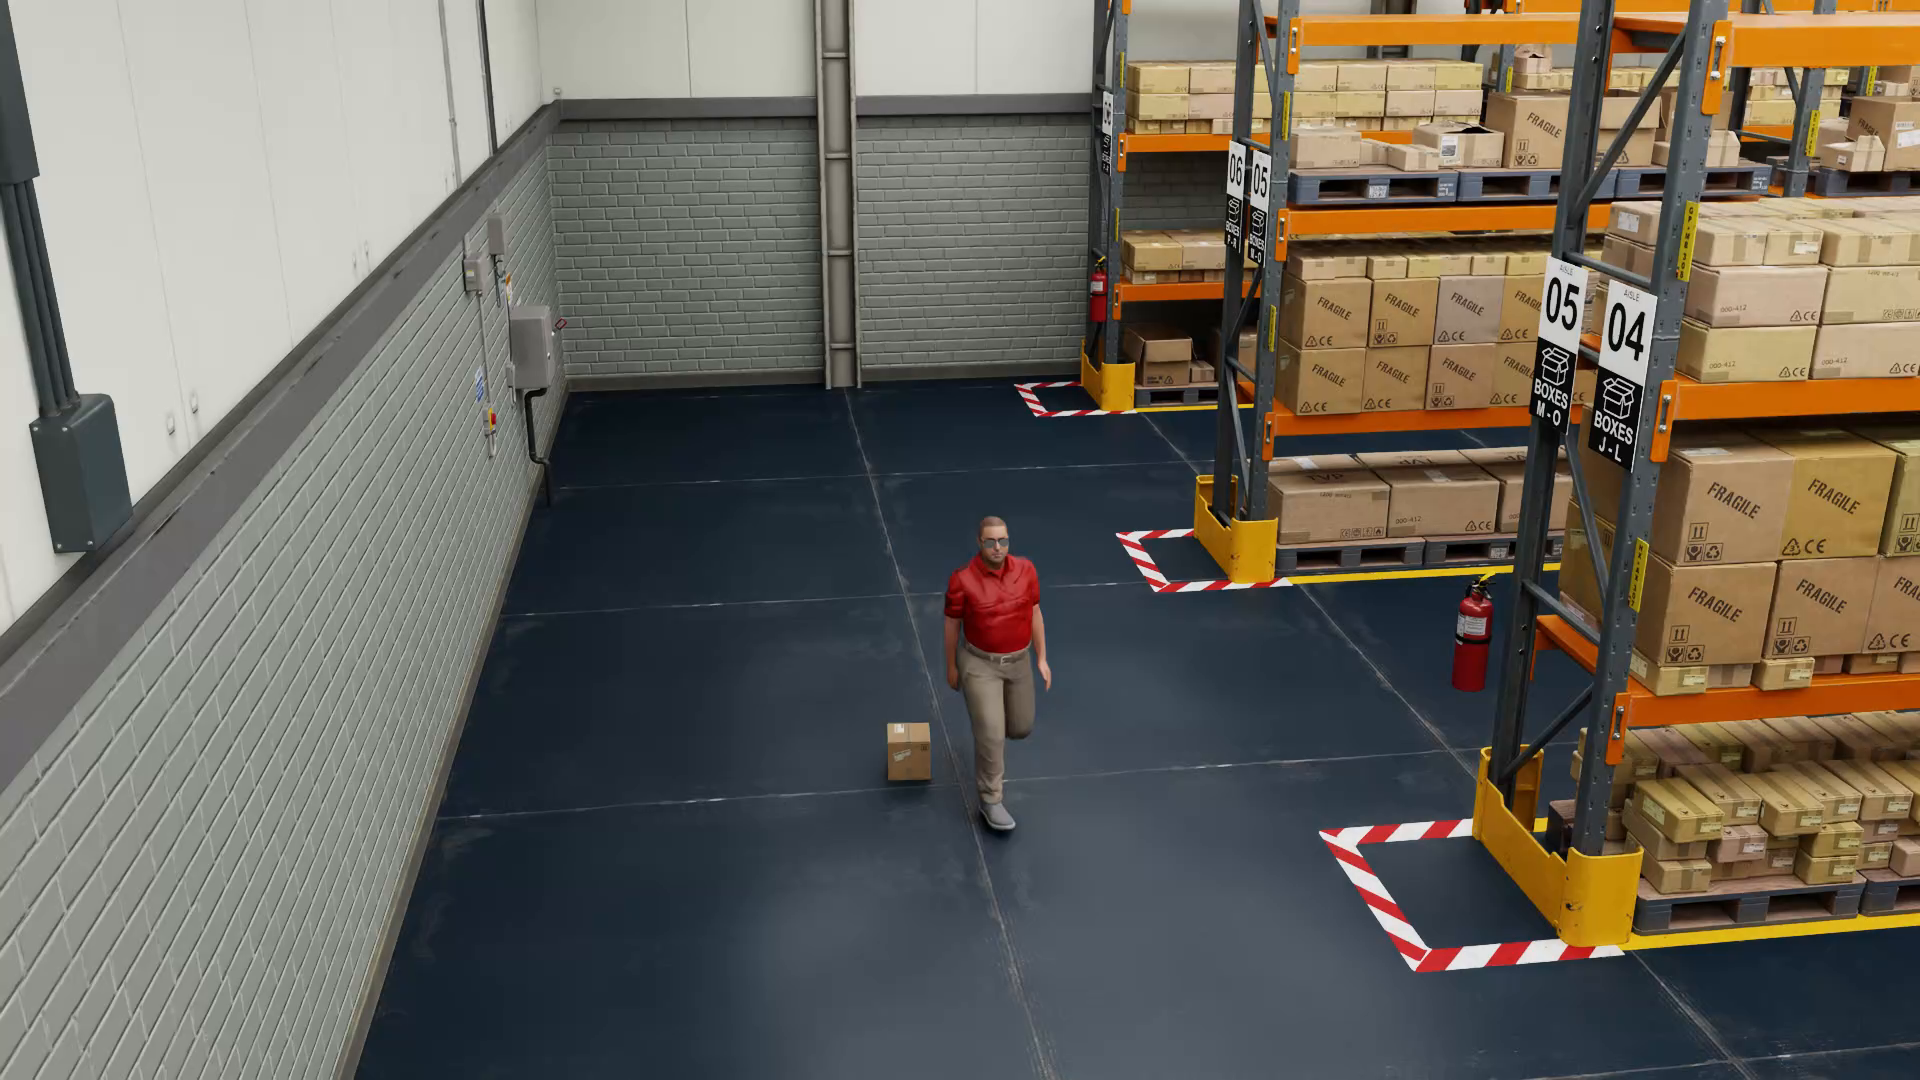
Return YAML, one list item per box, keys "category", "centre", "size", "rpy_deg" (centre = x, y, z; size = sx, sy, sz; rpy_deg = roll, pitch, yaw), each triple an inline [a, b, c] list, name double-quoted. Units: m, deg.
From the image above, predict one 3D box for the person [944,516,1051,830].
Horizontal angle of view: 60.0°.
- category: "person"
  centre: [0.189, 0.668, 9.198]
  size: [0.551, 1.696, 0.809]
  rpy_deg: [-9, 22, -24]
